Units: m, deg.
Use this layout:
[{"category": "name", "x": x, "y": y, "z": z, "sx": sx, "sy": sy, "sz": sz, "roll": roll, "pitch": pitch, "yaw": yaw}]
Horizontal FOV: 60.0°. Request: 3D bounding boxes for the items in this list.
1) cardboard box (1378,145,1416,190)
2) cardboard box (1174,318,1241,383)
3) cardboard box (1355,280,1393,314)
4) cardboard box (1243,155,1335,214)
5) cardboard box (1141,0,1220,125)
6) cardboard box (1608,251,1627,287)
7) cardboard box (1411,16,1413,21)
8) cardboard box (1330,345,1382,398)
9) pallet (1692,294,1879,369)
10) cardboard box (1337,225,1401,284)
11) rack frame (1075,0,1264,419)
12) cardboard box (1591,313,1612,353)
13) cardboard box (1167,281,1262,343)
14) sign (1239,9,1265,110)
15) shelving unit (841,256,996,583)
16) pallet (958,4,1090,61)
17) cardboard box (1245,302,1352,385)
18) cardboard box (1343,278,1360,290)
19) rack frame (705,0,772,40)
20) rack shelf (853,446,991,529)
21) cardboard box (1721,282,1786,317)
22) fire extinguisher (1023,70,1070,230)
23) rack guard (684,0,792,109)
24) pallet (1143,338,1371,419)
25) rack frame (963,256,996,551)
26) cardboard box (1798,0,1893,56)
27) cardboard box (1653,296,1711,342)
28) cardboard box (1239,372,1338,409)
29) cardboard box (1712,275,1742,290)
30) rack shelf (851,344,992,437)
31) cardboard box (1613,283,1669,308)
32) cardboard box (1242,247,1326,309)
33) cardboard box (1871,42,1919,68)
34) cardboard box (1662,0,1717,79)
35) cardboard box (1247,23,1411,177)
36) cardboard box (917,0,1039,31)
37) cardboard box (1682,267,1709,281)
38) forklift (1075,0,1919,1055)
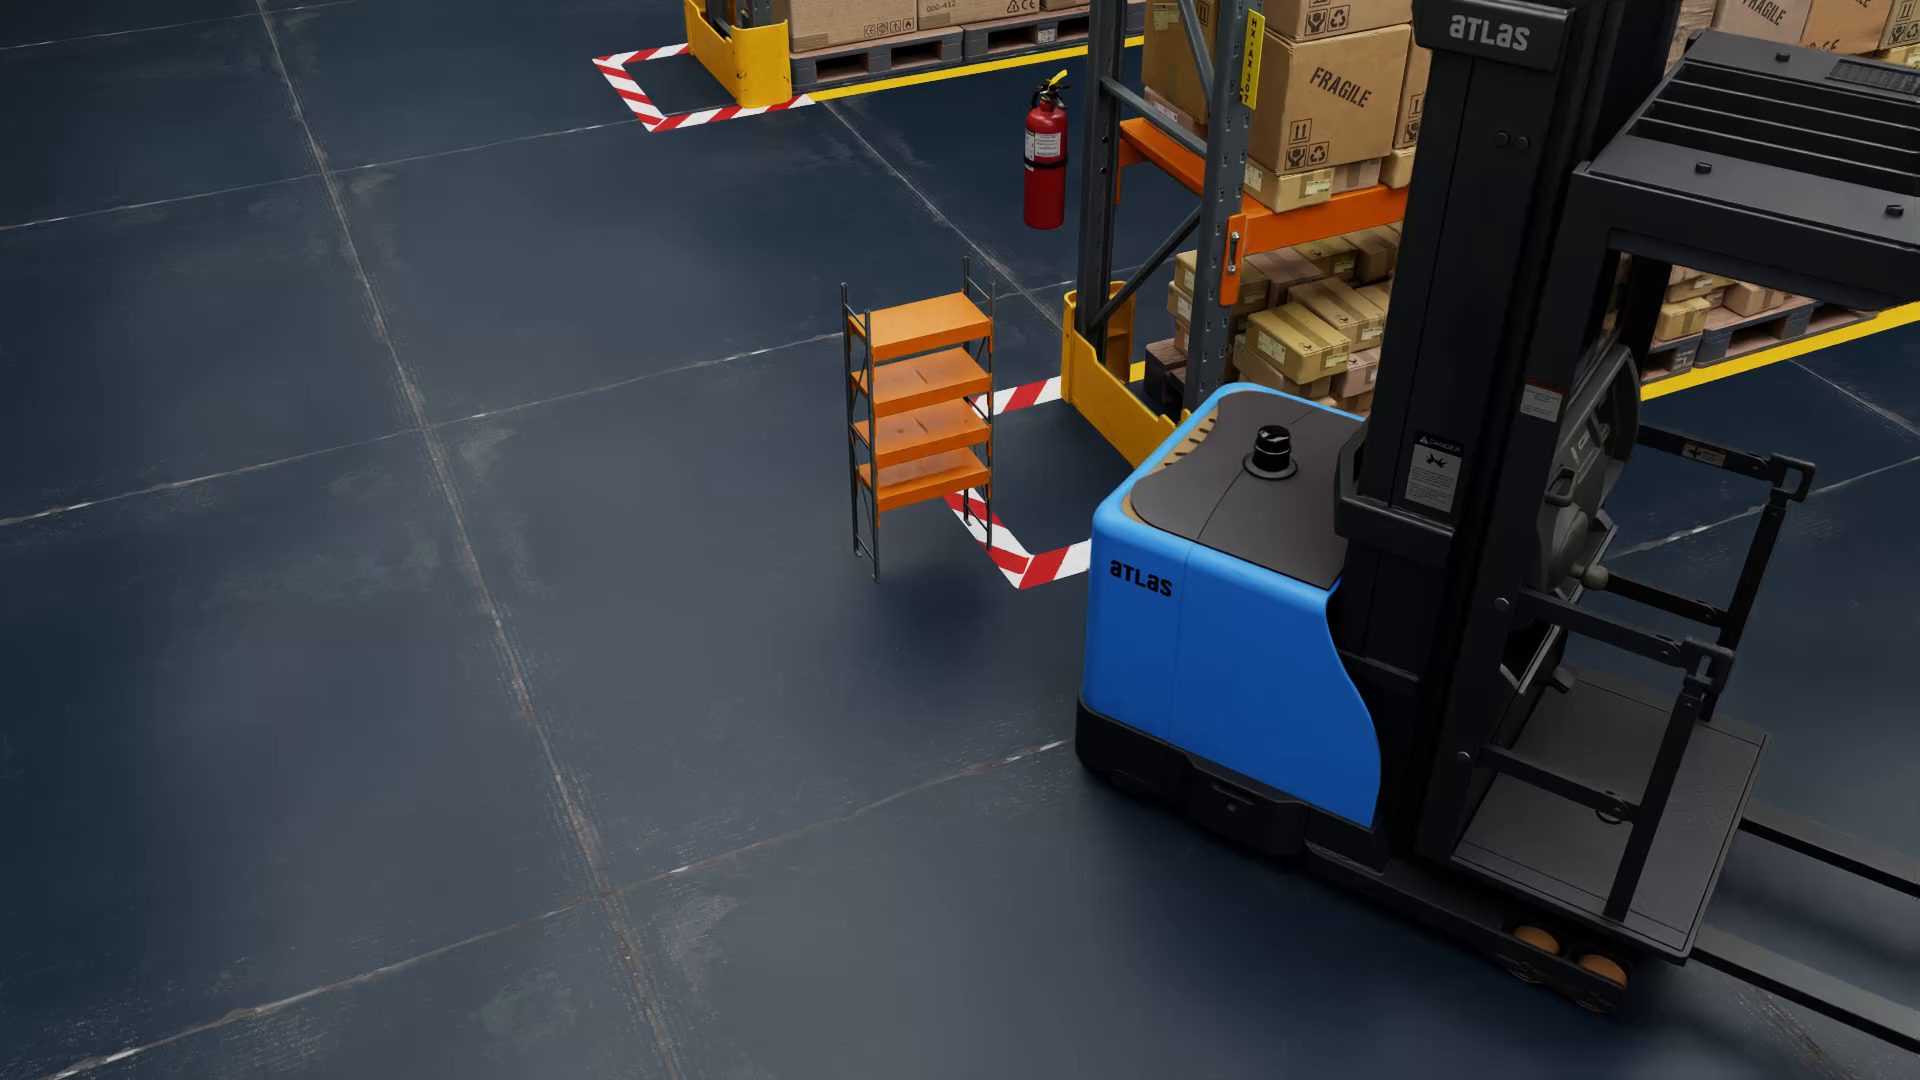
[{"category": "cardboard box", "x": 1.687, "y": -1.533, "z": 6.510, "sx": 0.250, "sy": 0.149, "sz": 0.380, "roll": -17, "pitch": 40, "yaw": -21}, {"category": "cardboard box", "x": 1.163, "y": -0.872, "z": 7.449, "sx": 0.250, "sy": 0.149, "sz": 0.380, "roll": -15, "pitch": 39, "yaw": -19}, {"category": "cardboard box", "x": 1.875, "y": -0.944, "z": 7.046, "sx": 0.250, "sy": 0.149, "sz": 0.380, "roll": -16, "pitch": 39, "yaw": -20}, {"category": "cardboard box", "x": 1.208, "y": -1.407, "z": 6.340, "sx": 0.250, "sy": 0.149, "sz": 0.380, "roll": -16, "pitch": 39, "yaw": -20}, {"category": "cardboard box", "x": 1.073, "y": -2.015, "z": 6.615, "sx": 0.500, "sy": 0.500, "sz": 0.500, "roll": -15, "pitch": 39, "yaw": -19}, {"category": "cardboard box", "x": 2.764, "y": -1.274, "z": 7.491, "sx": 0.250, "sy": 0.149, "sz": 0.380, "roll": -16, "pitch": 39, "yaw": -20}, {"category": "cardboard box", "x": 1.748, "y": -2.266, "z": 6.114, "sx": 0.500, "sy": 0.500, "sz": 0.500, "roll": -14, "pitch": 39, "yaw": -19}, {"category": "cardboard box", "x": 1.630, "y": -0.779, "z": 7.073, "sx": 0.250, "sy": 0.149, "sz": 0.380, "roll": -16, "pitch": 39, "yaw": -20}, {"category": "pallet", "x": 3.803, "y": -1.306, "z": 8.334, "sx": 1.213, "sy": 0.211, "sz": 1.003, "roll": -16, "pitch": 39, "yaw": -20}, {"category": "cardboard box", "x": 1.840, "y": -1.334, "z": 7.572, "sx": 0.250, "sy": 0.149, "sz": 0.380, "roll": -17, "pitch": 40, "yaw": -22}, {"category": "rack frame", "x": 0.775, "y": -1.603, "z": 6.393, "sx": 0.127, "sy": 3.000, "sz": 1.000, "roll": -16, "pitch": 39, "yaw": -20}, {"category": "cardboard box", "x": 2.780, "y": -0.985, "z": 7.601, "sx": 0.250, "sy": 0.149, "sz": 0.380, "roll": -16, "pitch": 39, "yaw": -20}, {"category": "cardboard box", "x": 1.132, "y": -1.034, "z": 7.416, "sx": 0.250, "sy": 0.149, "sz": 0.380, "roll": -17, "pitch": 40, "yaw": -21}, {"category": "sign", "x": 1.006, "y": -1.658, "z": 5.741, "sx": 0.005, "sy": 0.325, "sz": 0.100, "roll": -16, "pitch": 39, "yaw": -20}, {"category": "shelving unit", "x": -0.150, "y": -0.440, "z": 6.336, "sx": 0.503, "sy": 1.200, "sz": 0.258, "roll": -16, "pitch": 39, "yaw": -20}, {"category": "pallet", "x": 0.374, "y": -3.678, "z": 11.532, "sx": 1.213, "sy": 0.211, "sz": 1.003, "roll": -16, "pitch": 39, "yaw": -20}, {"category": "cardboard box", "x": 1.394, "y": -0.815, "z": 6.872, "sx": 0.250, "sy": 0.149, "sz": 0.380, "roll": -17, "pitch": 40, "yaw": -22}, {"category": "cardboard box", "x": 1.601, "y": -1.166, "z": 7.595, "sx": 0.250, "sy": 0.149, "sz": 0.380, "roll": -17, "pitch": 40, "yaw": -22}, {"category": "rack frame", "x": -1.420, "y": -4.247, "z": 9.958, "sx": 0.127, "sy": 3.000, "sz": 1.000, "roll": -16, "pitch": 39, "yaw": -20}, {"category": "rack shelf", "x": -0.150, "y": -0.227, "z": 6.494, "sx": 0.480, "sy": 0.148, "sz": 0.258, "roll": -16, "pitch": 39, "yaw": -20}, {"category": "cardboard box", "x": 3.703, "y": -1.234, "z": 7.936, "sx": 0.250, "sy": 0.149, "sz": 0.380, "roll": -17, "pitch": 40, "yaw": -21}, {"category": "fire extinguisher", "x": 0.351, "y": -1.607, "z": 6.777, "sx": 0.183, "sy": 0.674, "sz": 0.296, "roll": -16, "pitch": 39, "yaw": -20}, {"category": "rack guard", "x": -1.441, "y": -3.237, "z": 10.694, "sx": 0.348, "sy": 0.500, "sz": 1.175, "roll": -16, "pitch": 39, "yaw": -20}, {"category": "pallet", "x": 1.594, "y": -0.689, "z": 7.501, "sx": 1.213, "sy": 0.211, "sz": 1.003, "roll": -16, "pitch": 39, "yaw": -20}, {"category": "rack frame", "x": 0.071, "y": -0.502, "z": 6.419, "sx": 0.015, "sy": 1.200, "sz": 0.240, "roll": -16, "pitch": 39, "yaw": -20}, {"category": "cardboard box", "x": 3.608, "y": -2.369, "z": 7.093, "sx": 0.500, "sy": 0.500, "sz": 0.500, "roll": -17, "pitch": 40, "yaw": -21}, {"category": "cardboard box", "x": 3.249, "y": -1.094, "z": 7.748, "sx": 0.250, "sy": 0.149, "sz": 0.380, "roll": -16, "pitch": 39, "yaw": -20}, {"category": "cardboard box", "x": 1.385, "y": -0.587, "z": 7.063, "sx": 0.250, "sy": 0.149, "sz": 0.380, "roll": -15, "pitch": 39, "yaw": -19}, {"category": "cardboard box", "x": 3.503, "y": -1.344, "z": 7.835, "sx": 0.250, "sy": 0.149, "sz": 0.380, "roll": -15, "pitch": 39, "yaw": -20}, {"category": "rack shelf", "x": -0.150, "y": -0.566, "z": 6.243, "sx": 0.480, "sy": 0.148, "sz": 0.258, "roll": -16, "pitch": 39, "yaw": -20}, {"category": "cardboard box", "x": 3.029, "y": -1.212, "z": 7.657, "sx": 0.250, "sy": 0.149, "sz": 0.380, "roll": -17, "pitch": 40, "yaw": -22}, {"category": "cardboard box", "x": 1.399, "y": -1.169, "z": 7.349, "sx": 0.250, "sy": 0.149, "sz": 0.380, "roll": -15, "pitch": 39, "yaw": -19}, {"category": "cardboard box", "x": 4.050, "y": -2.192, "z": 7.398, "sx": 0.250, "sy": 0.149, "sz": 0.380, "roll": -17, "pitch": 40, "yaw": -21}, {"category": "cardboard box", "x": 2.680, "y": -2.126, "z": 6.765, "sx": 0.500, "sy": 0.500, "sz": 0.500, "roll": -17, "pitch": 40, "yaw": -21}, {"category": "cardboard box", "x": 1.299, "y": -1.727, "z": 6.227, "sx": 0.500, "sy": 0.500, "sz": 0.500, "roll": -14, "pitch": 39, "yaw": -18}, {"category": "cardboard box", "x": -0.040, "y": -3.844, "z": 11.212, "sx": 0.875, "sy": 0.438, "sz": 0.875, "roll": -15, "pitch": 39, "yaw": -19}, {"category": "cardboard box", "x": 3.274, "y": -1.353, "z": 7.597, "sx": 0.250, "sy": 0.149, "sz": 0.380, "roll": -18, "pitch": 40, "yaw": -22}, {"category": "forklift", "x": 1.904, "y": -0.157, "z": 4.502, "sx": 3.031, "sy": 2.935, "sz": 1.130, "roll": 21, "pitch": 42, "yaw": 26}]
